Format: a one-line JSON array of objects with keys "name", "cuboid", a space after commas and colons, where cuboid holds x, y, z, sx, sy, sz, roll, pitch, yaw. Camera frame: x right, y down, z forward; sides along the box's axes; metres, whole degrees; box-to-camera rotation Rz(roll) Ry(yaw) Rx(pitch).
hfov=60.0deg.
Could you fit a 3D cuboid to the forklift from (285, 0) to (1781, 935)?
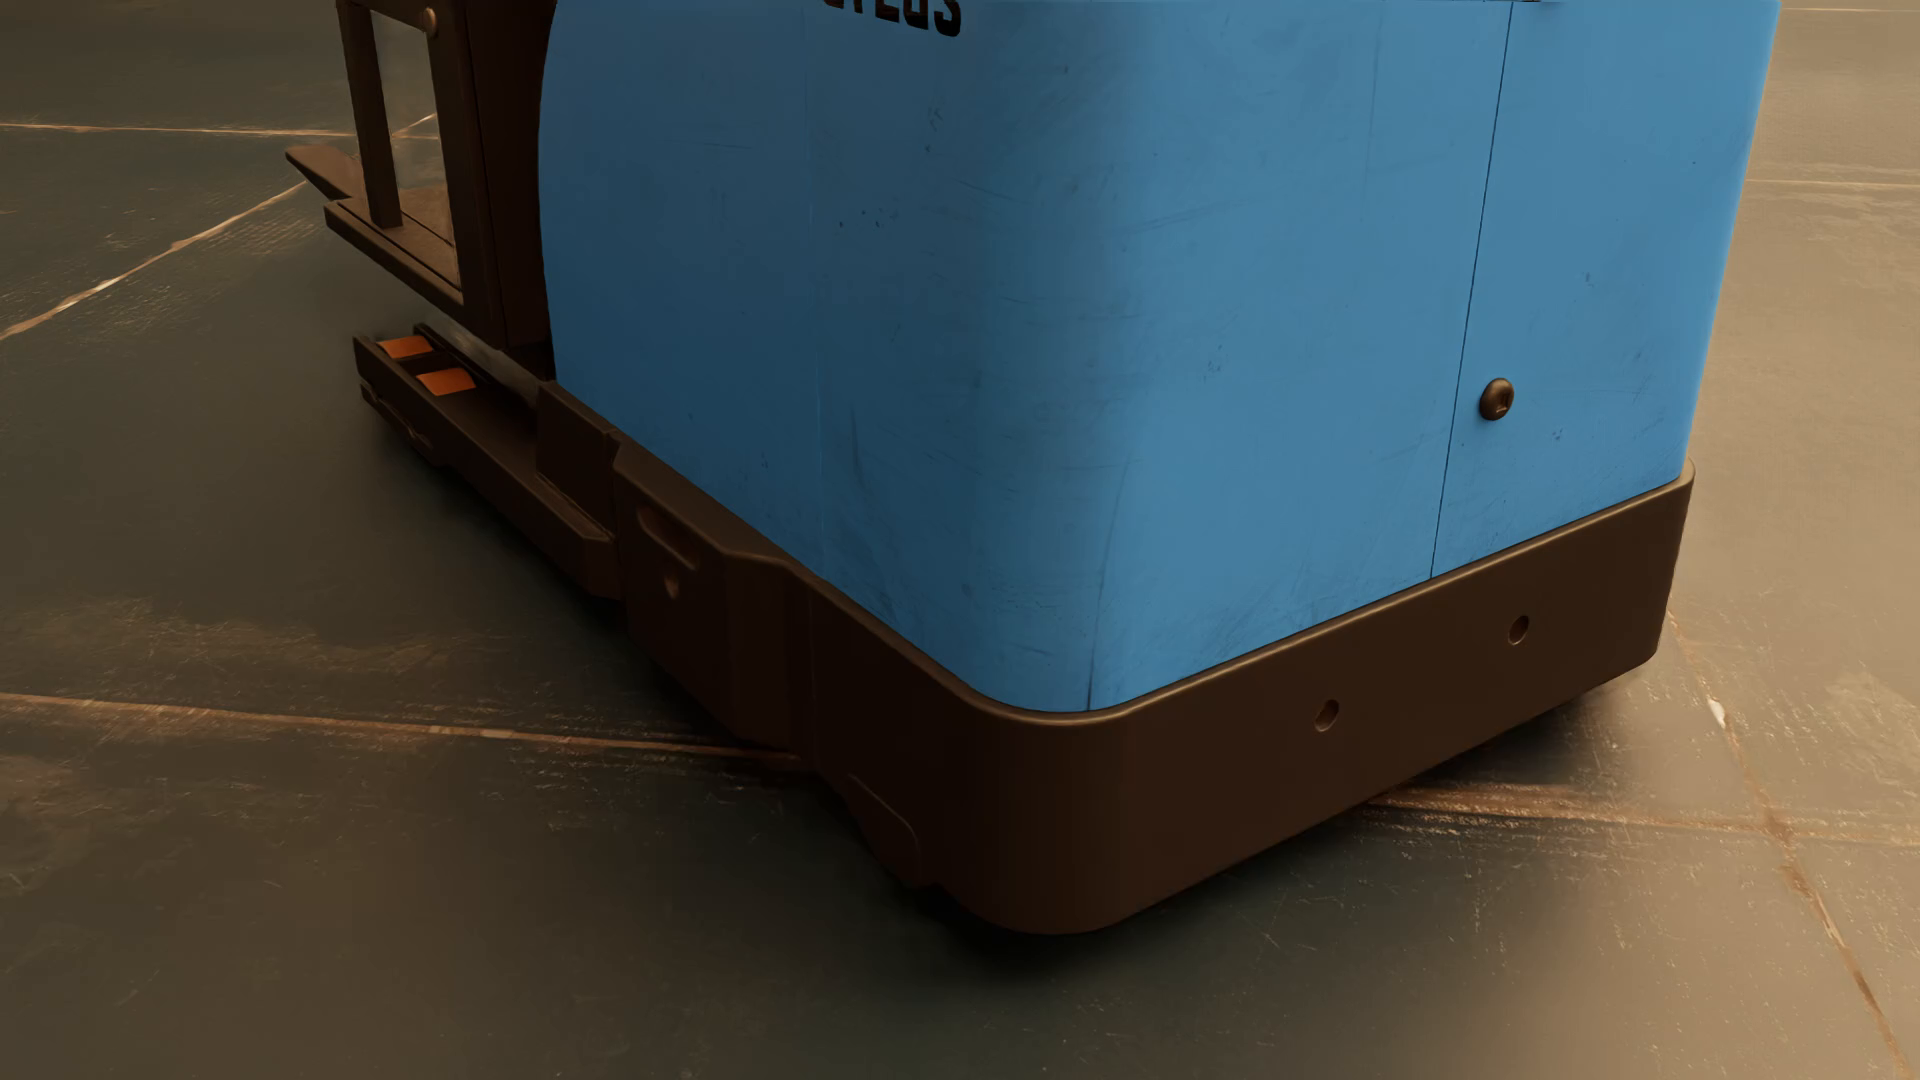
[{"name": "forklift", "cuboid": [-0.383, -1.538, 2.300, 1.130, 2.935, 3.031, -18, 31, -31]}]
